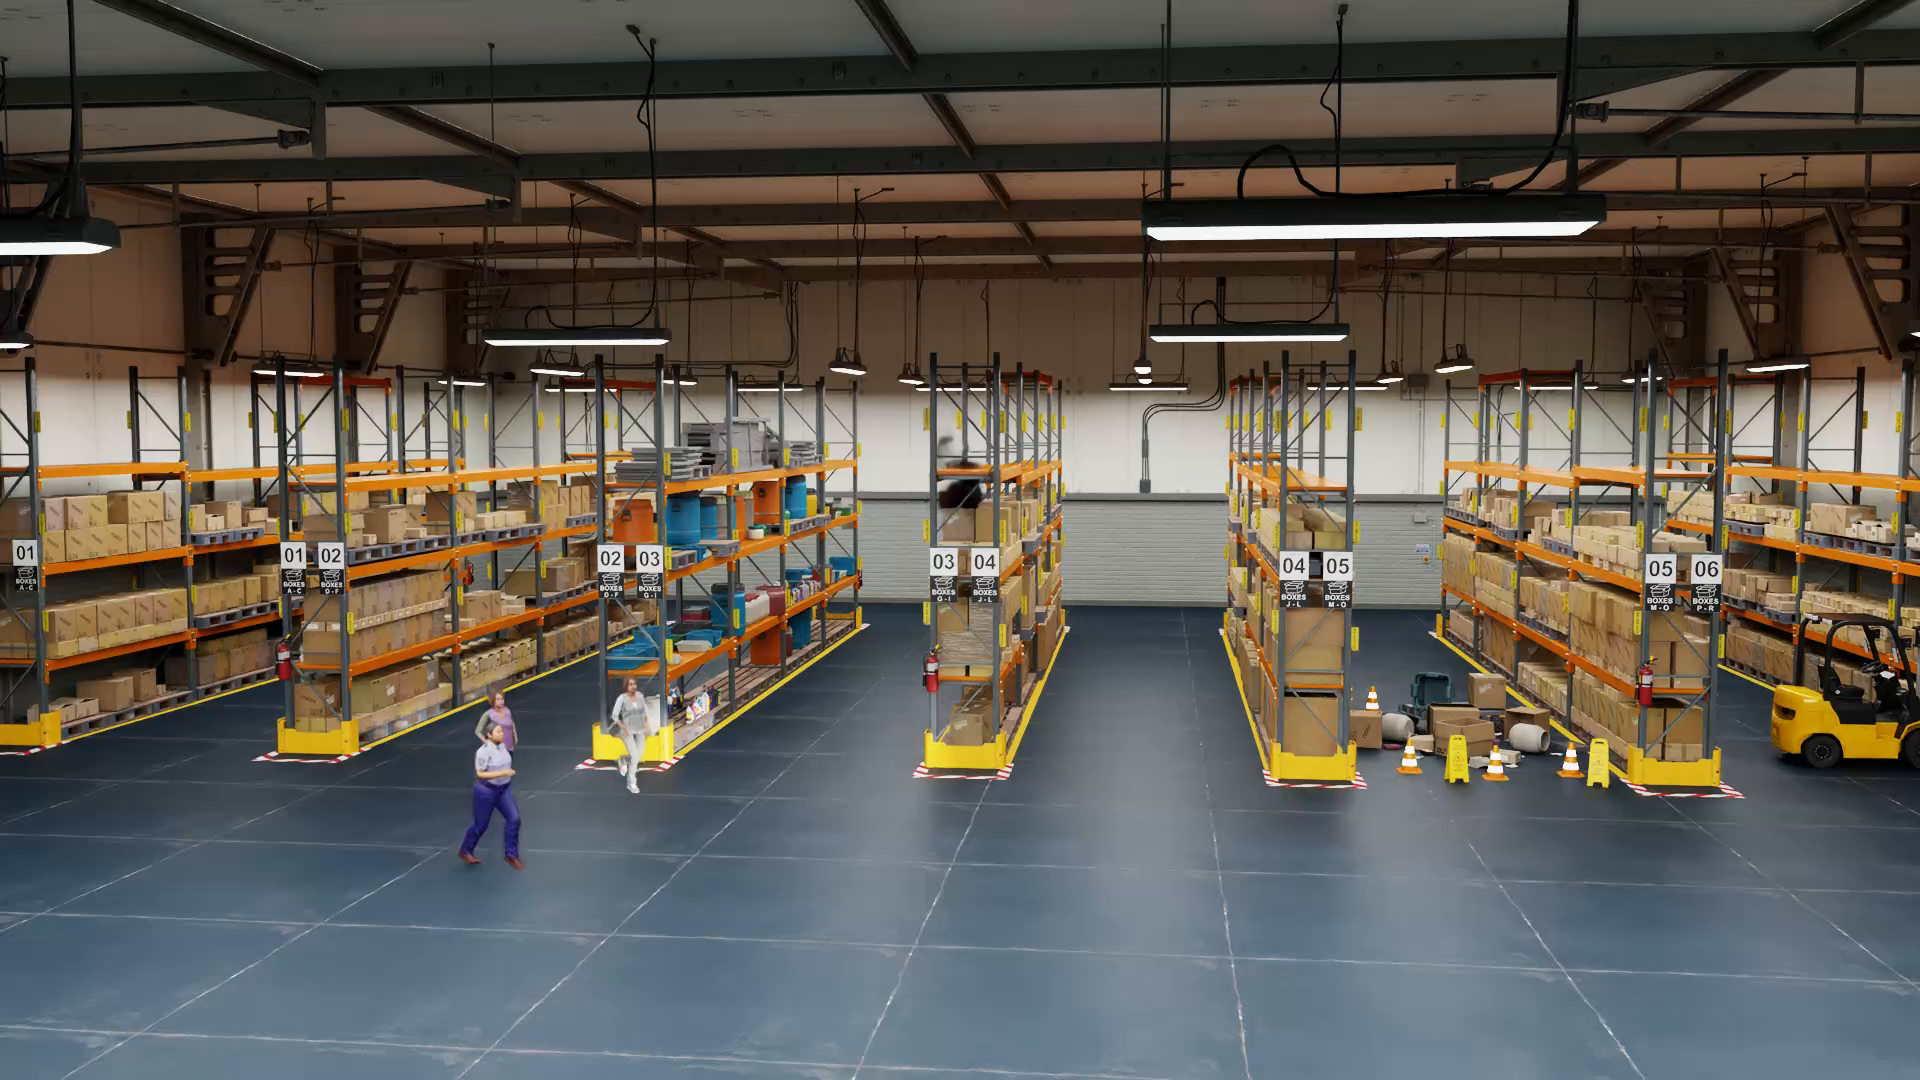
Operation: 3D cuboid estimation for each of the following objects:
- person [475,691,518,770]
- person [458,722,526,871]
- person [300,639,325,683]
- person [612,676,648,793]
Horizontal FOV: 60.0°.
[{"bbox_3d":[-5.940,2.717,21.332,0.697,1.590,0.533,3,5,38],"label":"person"},{"bbox_3d":[-5.245,2.869,18.611,0.821,1.698,0.550,2,5,27],"label":"person"},{"bbox_3d":[-10.977,2.167,28.198,0.583,1.646,0.700,0,4,-2],"label":"person"},{"bbox_3d":[-4.513,2.630,22.673,0.546,1.585,0.606,-3,5,-39],"label":"person"}]
